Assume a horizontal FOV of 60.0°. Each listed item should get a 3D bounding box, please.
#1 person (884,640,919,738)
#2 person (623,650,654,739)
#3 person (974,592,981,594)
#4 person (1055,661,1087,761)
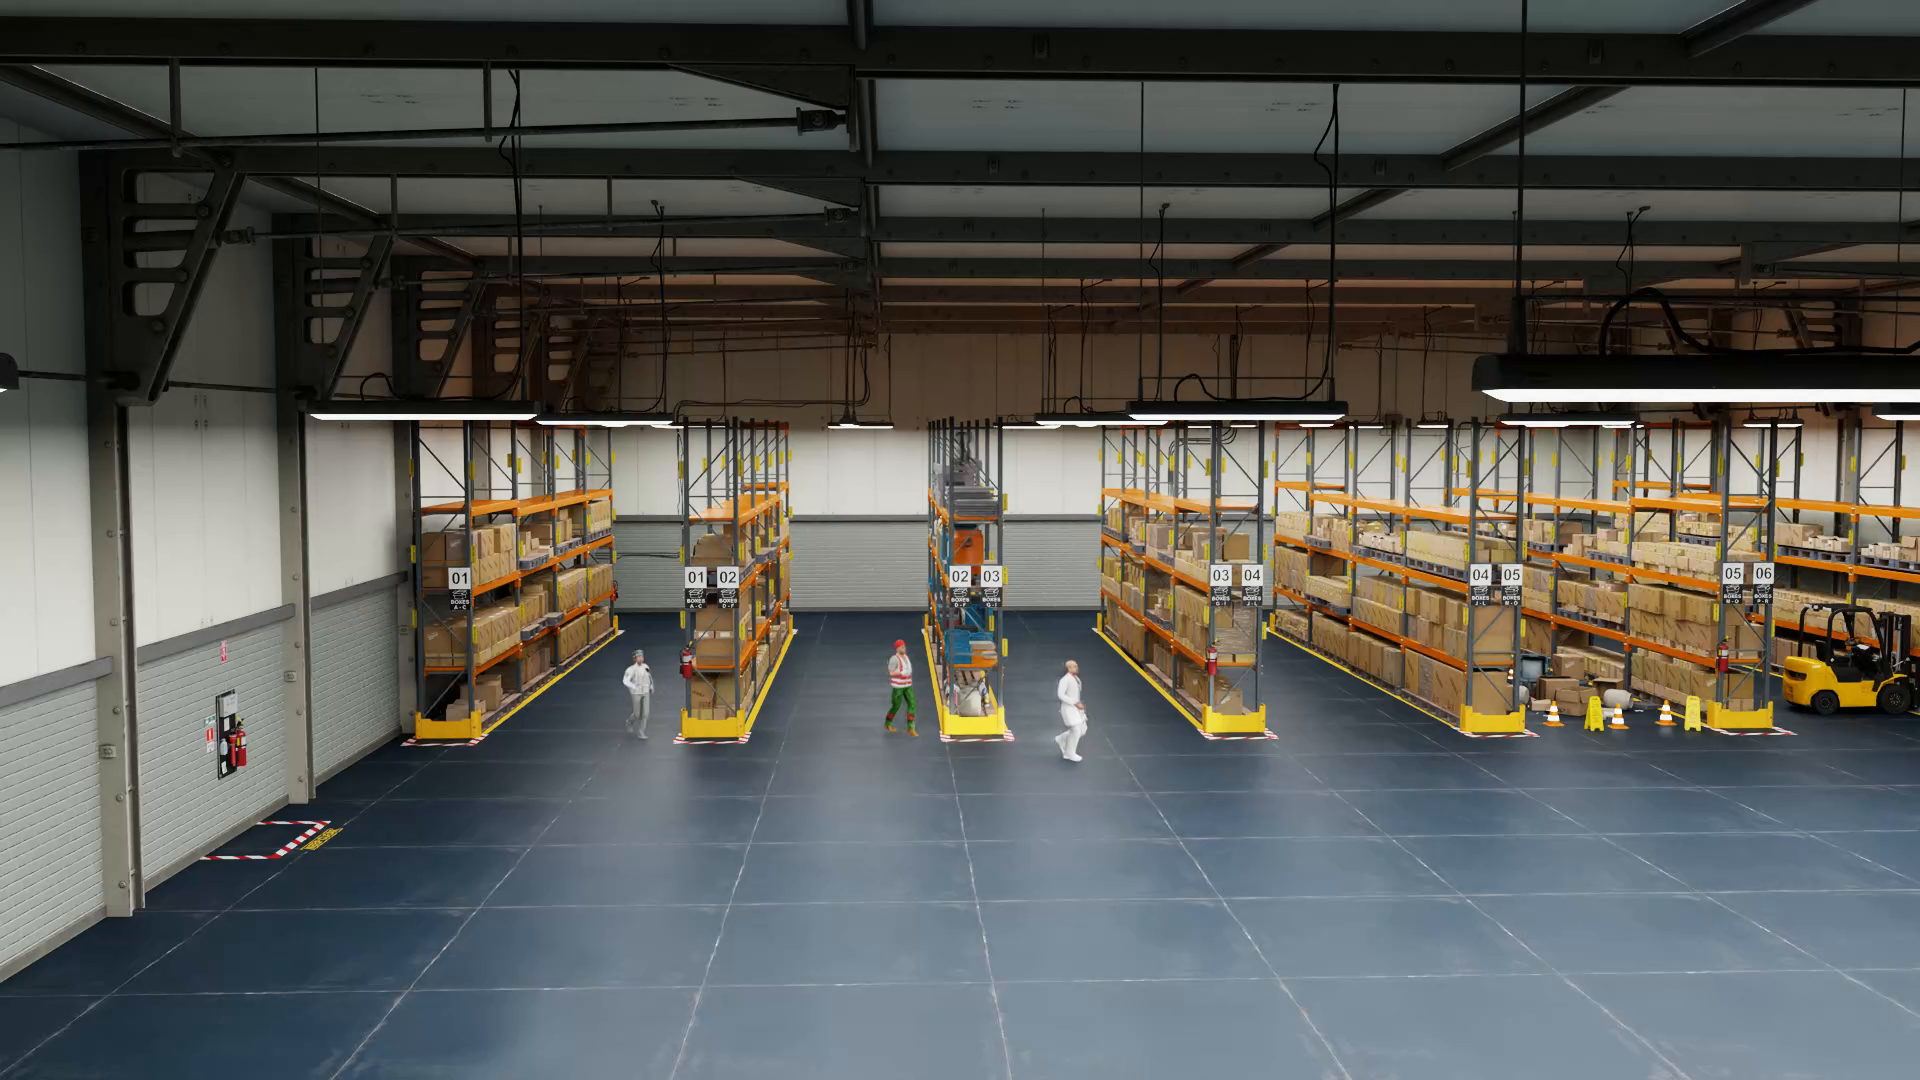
[{"bbox_3d":[-1.117,2.783,31.206,0.782,1.839,0.640,4,5,43],"label":"person"},{"bbox_3d":[-6.001,2.867,31.094,0.620,1.663,0.628,-3,5,-36],"label":"person"},{"bbox_3d":[0.439,1.741,48.290,0.624,1.686,0.715,1,4,18],"label":"person"},{"bbox_3d":[1.908,2.964,28.949,0.636,1.743,0.713,2,4,27],"label":"person"}]
